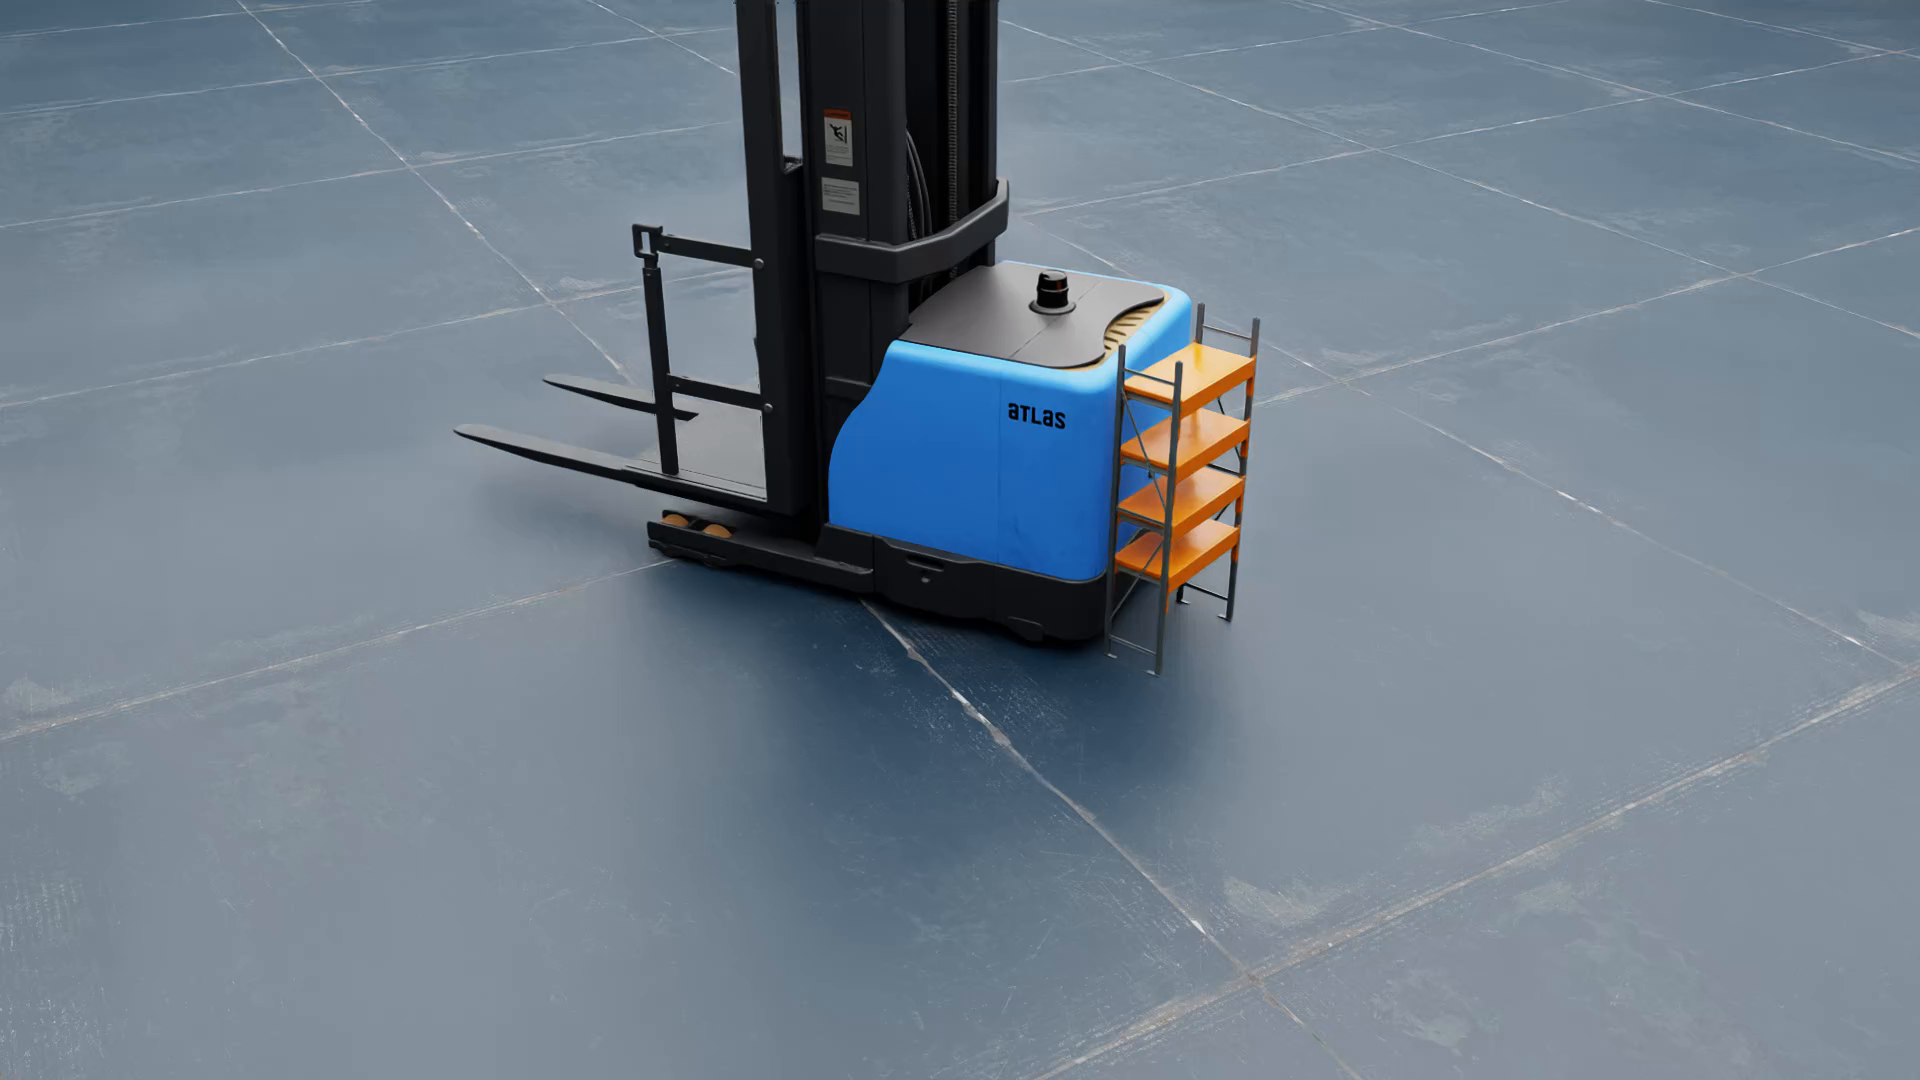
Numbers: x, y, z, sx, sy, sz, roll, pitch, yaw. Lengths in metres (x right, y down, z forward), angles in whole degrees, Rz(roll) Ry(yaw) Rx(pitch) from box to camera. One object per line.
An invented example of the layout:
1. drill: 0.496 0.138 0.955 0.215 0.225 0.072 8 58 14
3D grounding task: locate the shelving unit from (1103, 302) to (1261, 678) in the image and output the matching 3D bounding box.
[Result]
1. shelving unit: 0.767 -0.168 5.813 0.258 1.200 0.503 21 35 33

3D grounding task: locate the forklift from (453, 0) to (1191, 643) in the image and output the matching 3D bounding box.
1. forklift: -0.674 -1.389 6.233 3.031 2.935 1.130 13 31 22

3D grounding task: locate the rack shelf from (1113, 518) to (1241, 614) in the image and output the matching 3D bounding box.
1. rack shelf: 0.767 0.065 5.941 0.258 0.148 0.480 21 35 33

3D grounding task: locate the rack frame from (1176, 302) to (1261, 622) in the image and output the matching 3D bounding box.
1. rack frame: 0.920 -0.260 5.979 0.240 1.200 0.015 21 35 33

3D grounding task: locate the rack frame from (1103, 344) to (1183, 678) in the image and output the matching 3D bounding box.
1. rack frame: 0.614 -0.076 5.647 0.240 1.200 0.015 21 35 33

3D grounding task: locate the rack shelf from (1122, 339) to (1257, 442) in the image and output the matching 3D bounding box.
1. rack shelf: 0.767 -0.512 5.623 0.258 0.148 0.480 21 35 33

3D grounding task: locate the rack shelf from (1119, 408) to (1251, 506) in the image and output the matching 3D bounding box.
1. rack shelf: 0.767 -0.305 5.737 0.258 0.148 0.480 21 35 33

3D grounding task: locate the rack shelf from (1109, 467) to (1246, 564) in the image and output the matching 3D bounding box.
1. rack shelf: 0.767 -0.109 5.845 0.258 0.148 0.480 21 35 33
